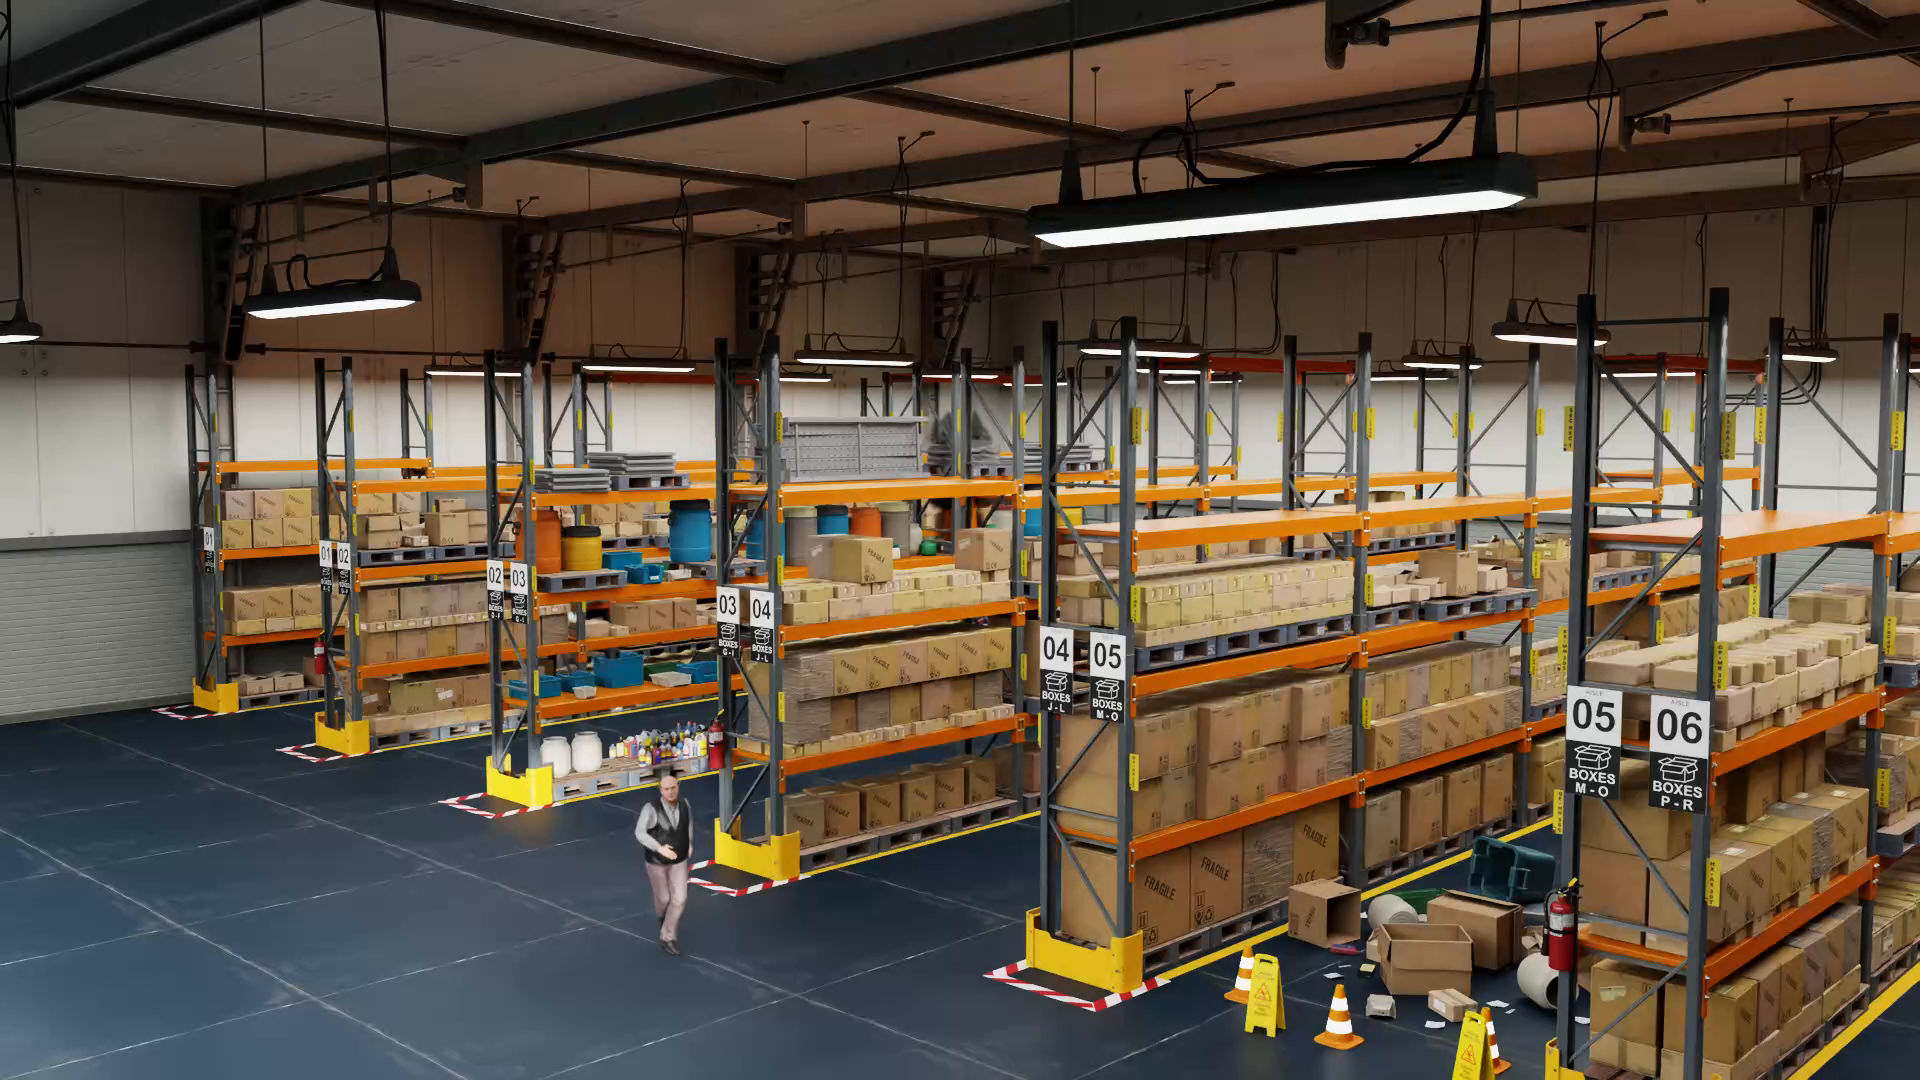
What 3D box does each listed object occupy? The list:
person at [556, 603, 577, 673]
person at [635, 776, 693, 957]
[{"bbox_3d":[-7.341,1.946,31.058,0.650,1.726,0.831,3,5,32],"label":"person"},{"bbox_3d":[-2.867,3.091,16.078,0.632,1.697,0.814,-2,5,-25],"label":"person"}]
